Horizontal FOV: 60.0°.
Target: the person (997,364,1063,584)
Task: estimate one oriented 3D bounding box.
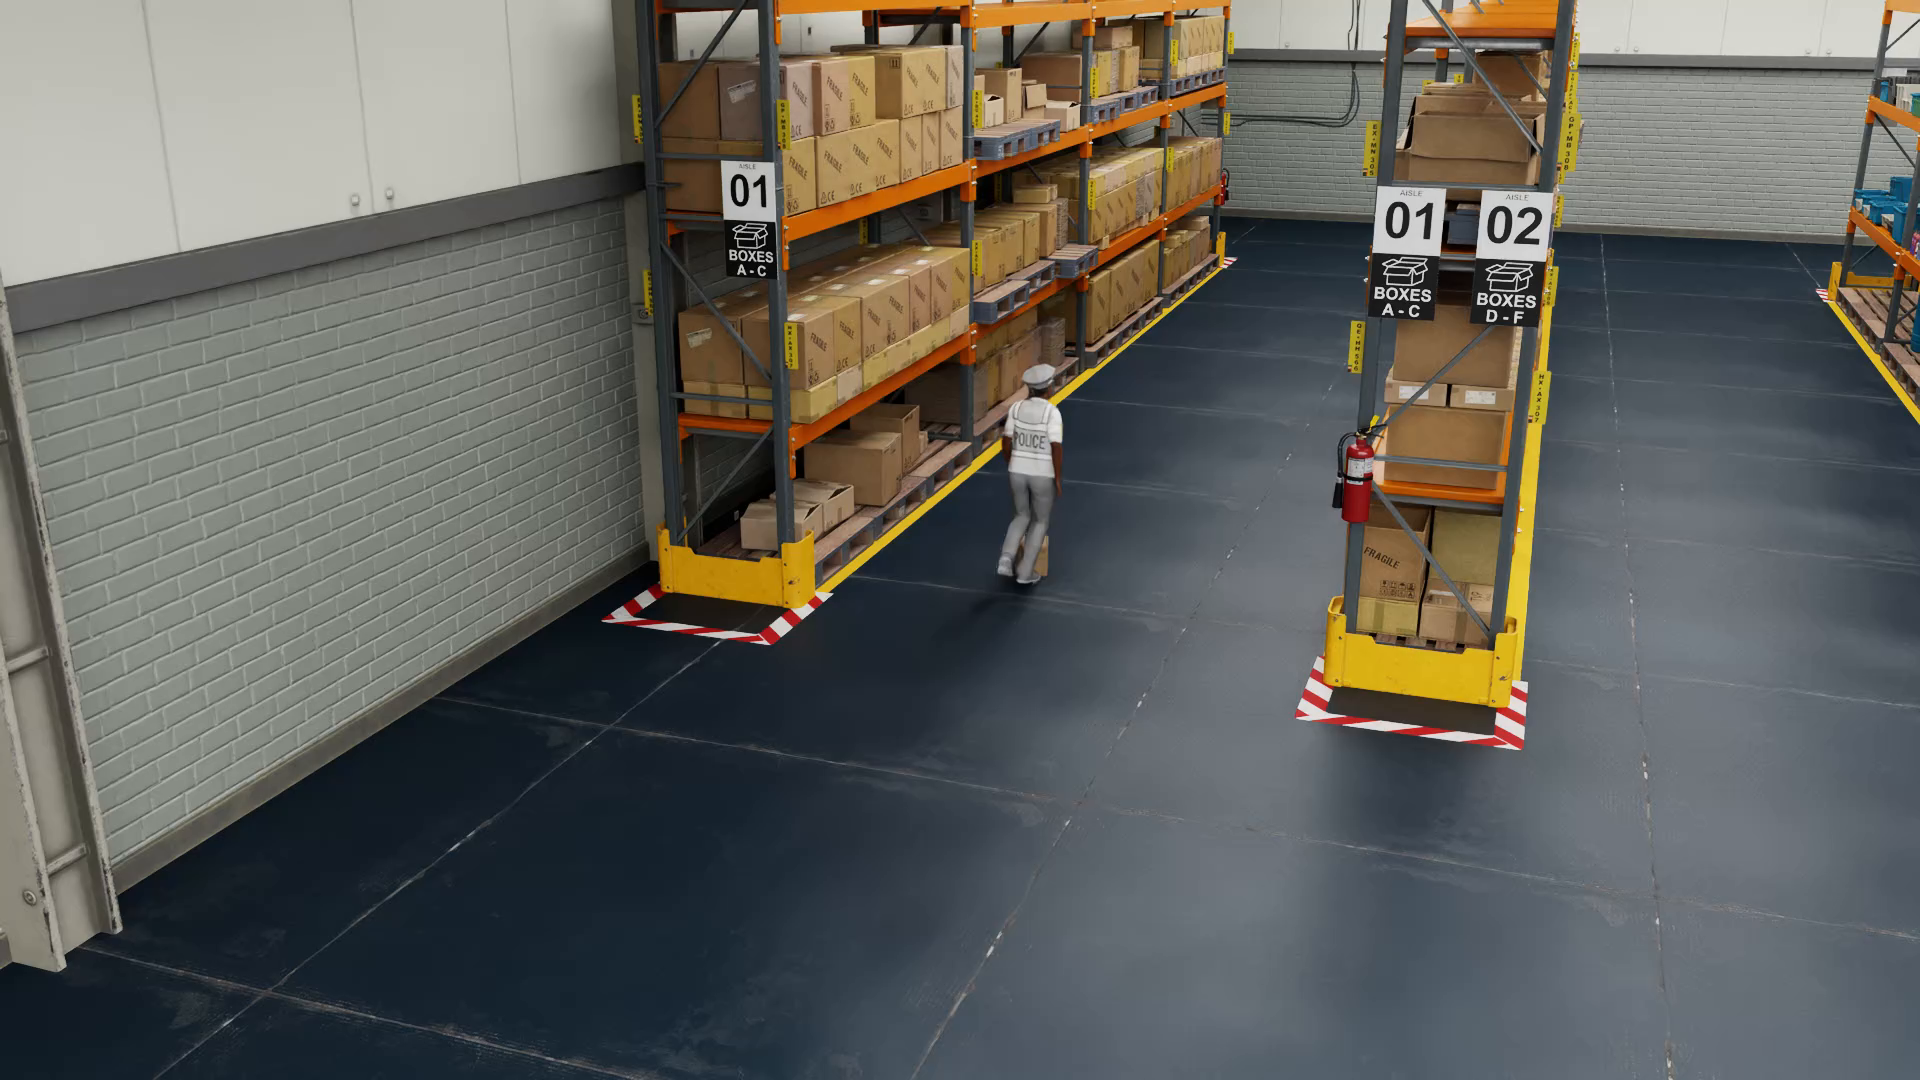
[{"bbox_3d":[0.526,-0.454,12.389,0.522,1.667,0.542,9,21,24],"label":"person"}]
